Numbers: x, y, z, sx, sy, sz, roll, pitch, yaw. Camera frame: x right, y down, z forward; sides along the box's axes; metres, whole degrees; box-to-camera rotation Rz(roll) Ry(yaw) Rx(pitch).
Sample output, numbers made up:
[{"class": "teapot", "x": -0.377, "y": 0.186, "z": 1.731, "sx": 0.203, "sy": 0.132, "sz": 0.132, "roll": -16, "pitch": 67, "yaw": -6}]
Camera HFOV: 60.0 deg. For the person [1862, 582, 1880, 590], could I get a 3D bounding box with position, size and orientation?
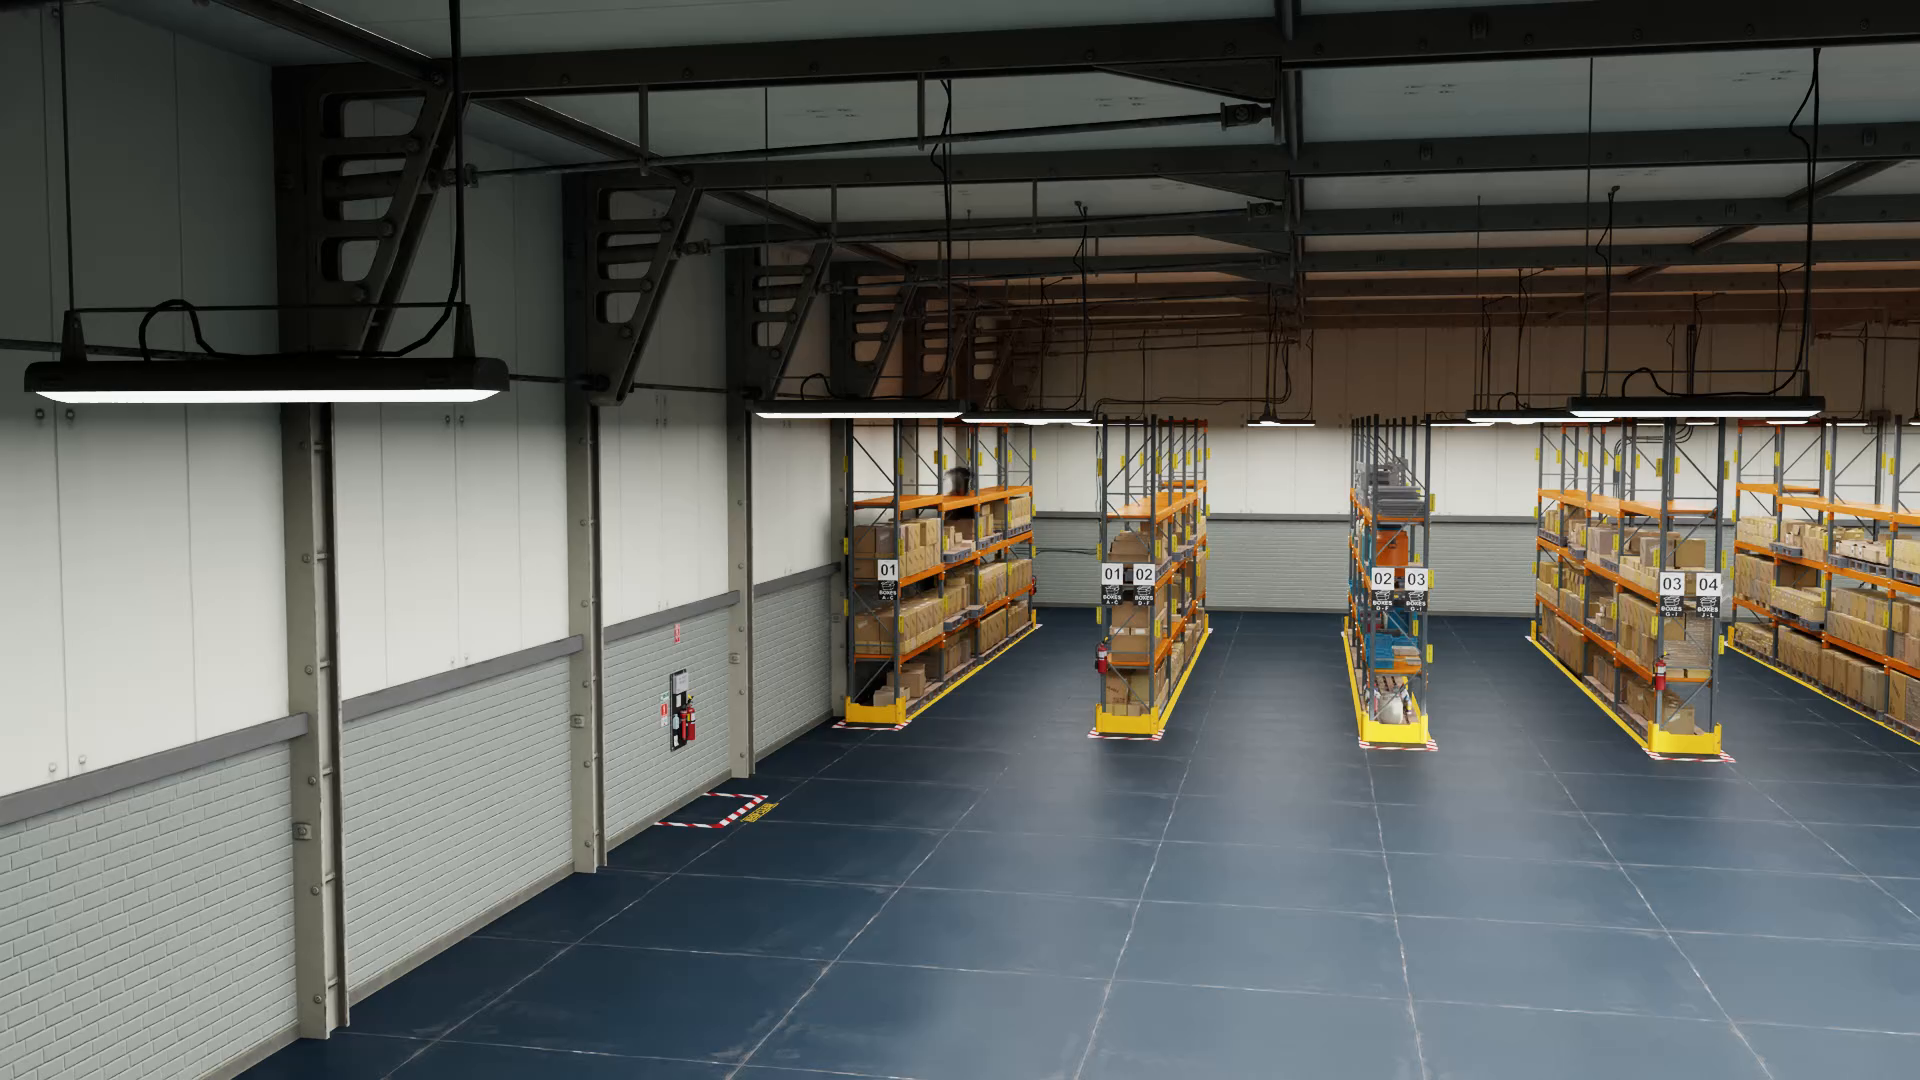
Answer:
[{"class": "person", "x": 25.168, "y": 1.748, "z": 45.943, "sx": 0.976, "sy": 1.764, "sz": 0.686, "roll": -1, "pitch": 4, "yaw": -9}]
